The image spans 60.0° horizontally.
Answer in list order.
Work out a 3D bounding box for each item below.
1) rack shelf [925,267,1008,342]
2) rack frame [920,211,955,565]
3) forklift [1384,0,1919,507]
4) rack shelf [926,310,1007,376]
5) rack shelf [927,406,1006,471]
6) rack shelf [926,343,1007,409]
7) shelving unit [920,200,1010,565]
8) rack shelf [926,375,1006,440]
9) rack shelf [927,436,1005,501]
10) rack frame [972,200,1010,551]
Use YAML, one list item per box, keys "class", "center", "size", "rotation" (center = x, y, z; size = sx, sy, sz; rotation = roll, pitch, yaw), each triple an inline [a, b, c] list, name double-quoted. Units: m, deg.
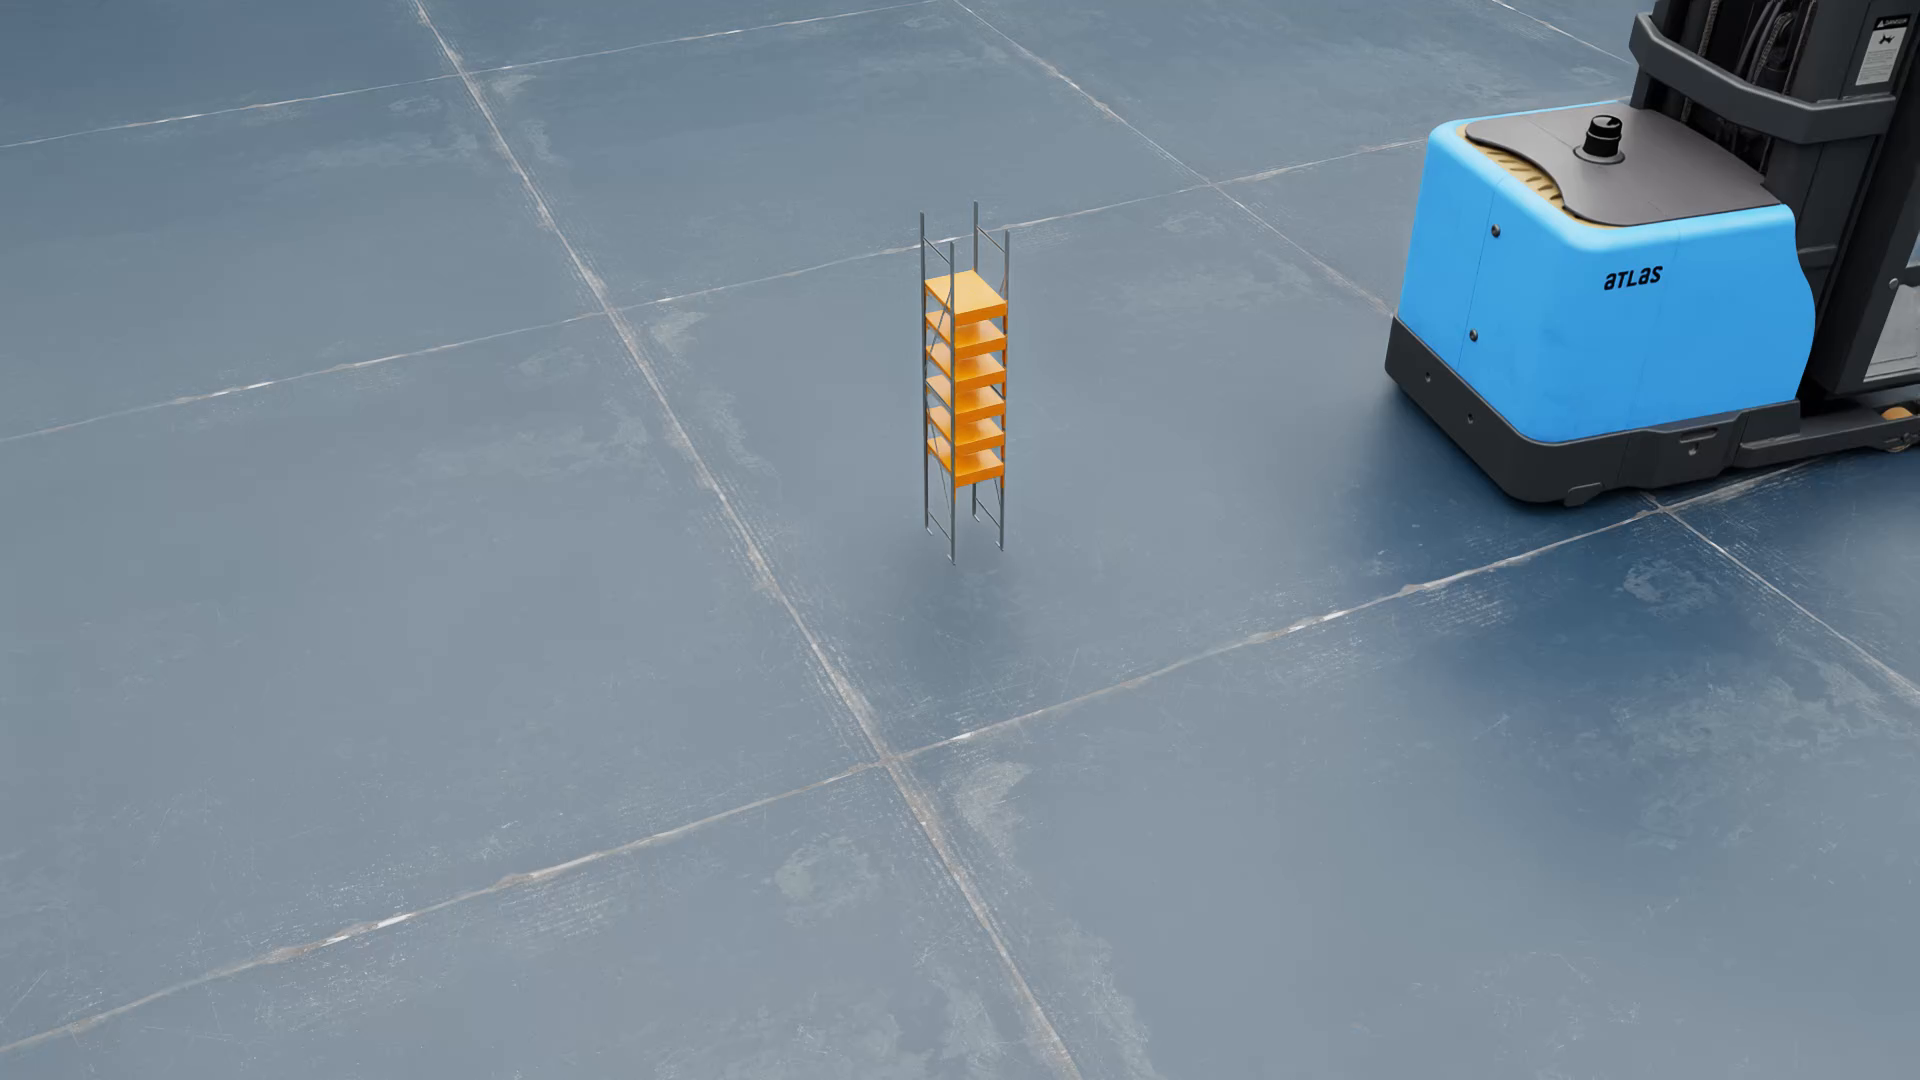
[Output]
- class: "rack shelf"
  center: [0.013, -0.739, 5.210]
  size: [0.180, 0.103, 0.258]
  rotation: [-16, 39, -20]
- class: "rack frame"
  center: [-0.070, -0.462, 5.366]
  size: [0.006, 1.200, 0.240]
  rotation: [-16, 39, -20]
- class: "forklift"
  center: [3.244, -1.794, 5.709]
  size: [3.031, 2.935, 1.130]
  rotation: [-10, 38, -13]
- class: "rack shelf"
  center: [0.013, -0.643, 5.281]
  size: [0.180, 0.103, 0.258]
  rotation: [-16, 39, -20]
- class: "rack shelf"
  center: [0.013, -0.354, 5.495]
  size: [0.180, 0.103, 0.258]
  rotation: [-16, 39, -20]
- class: "rack shelf"
  center: [0.013, -0.546, 5.352]
  size: [0.180, 0.103, 0.258]
  rotation: [-16, 39, -20]
- class: "shelving unit"
  center: [0.013, -0.486, 5.398]
  size: [0.189, 1.200, 0.258]
  rotation: [-16, 39, -20]
- class: "rack shelf"
  center: [0.013, -0.450, 5.424]
  size: [0.180, 0.103, 0.258]
  rotation: [-16, 39, -20]
- class: "rack shelf"
  center: [0.013, -0.257, 5.567]
  size: [0.180, 0.103, 0.258]
  rotation: [-16, 39, -20]
- class: "rack frame"
  center: [0.096, -0.509, 5.429]
  size: [0.006, 1.200, 0.240]
  rotation: [-16, 39, -20]
